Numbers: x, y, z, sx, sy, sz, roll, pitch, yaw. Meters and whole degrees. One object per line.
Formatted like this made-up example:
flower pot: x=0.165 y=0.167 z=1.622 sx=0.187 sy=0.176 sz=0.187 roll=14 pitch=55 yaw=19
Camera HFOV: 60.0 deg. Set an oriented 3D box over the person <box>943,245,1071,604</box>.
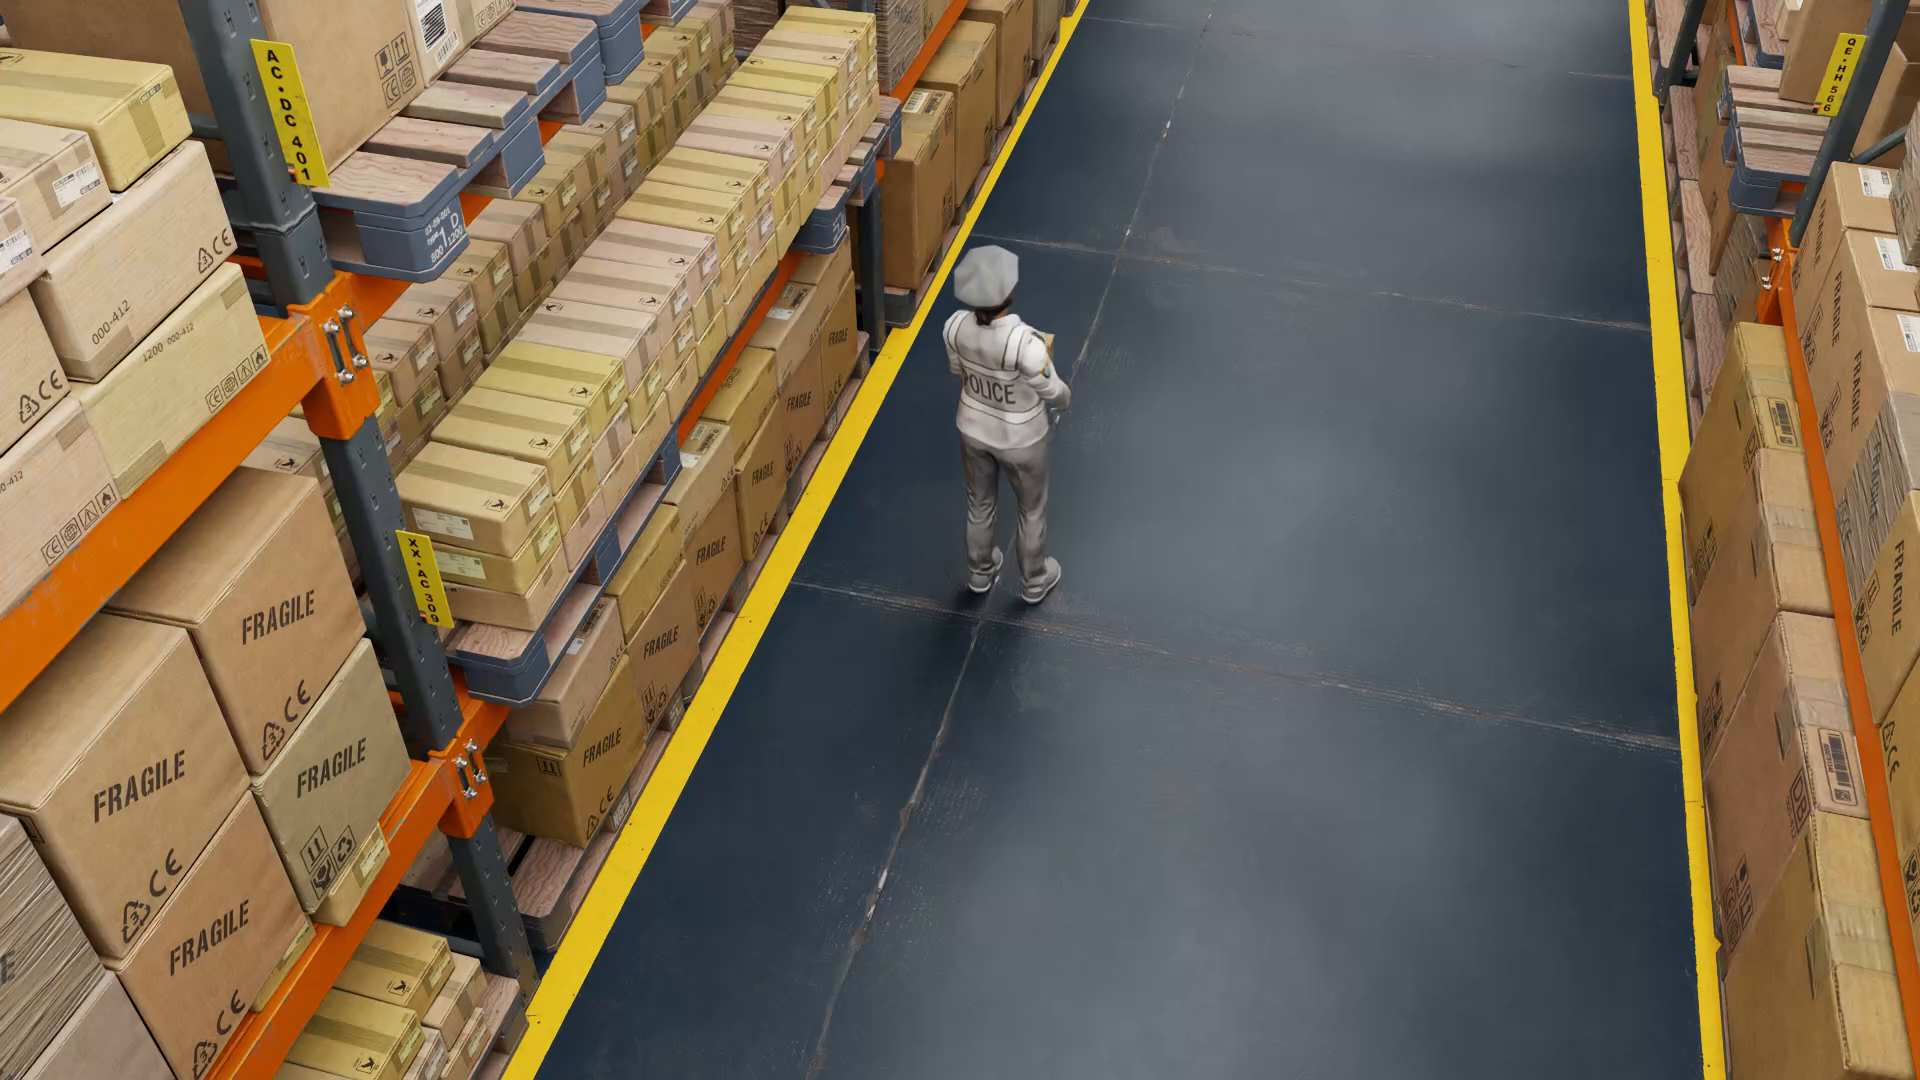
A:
person: x=0.187 y=-0.469 z=6.663 sx=0.471 sy=1.700 sz=0.543 roll=22 pitch=46 yaw=23
